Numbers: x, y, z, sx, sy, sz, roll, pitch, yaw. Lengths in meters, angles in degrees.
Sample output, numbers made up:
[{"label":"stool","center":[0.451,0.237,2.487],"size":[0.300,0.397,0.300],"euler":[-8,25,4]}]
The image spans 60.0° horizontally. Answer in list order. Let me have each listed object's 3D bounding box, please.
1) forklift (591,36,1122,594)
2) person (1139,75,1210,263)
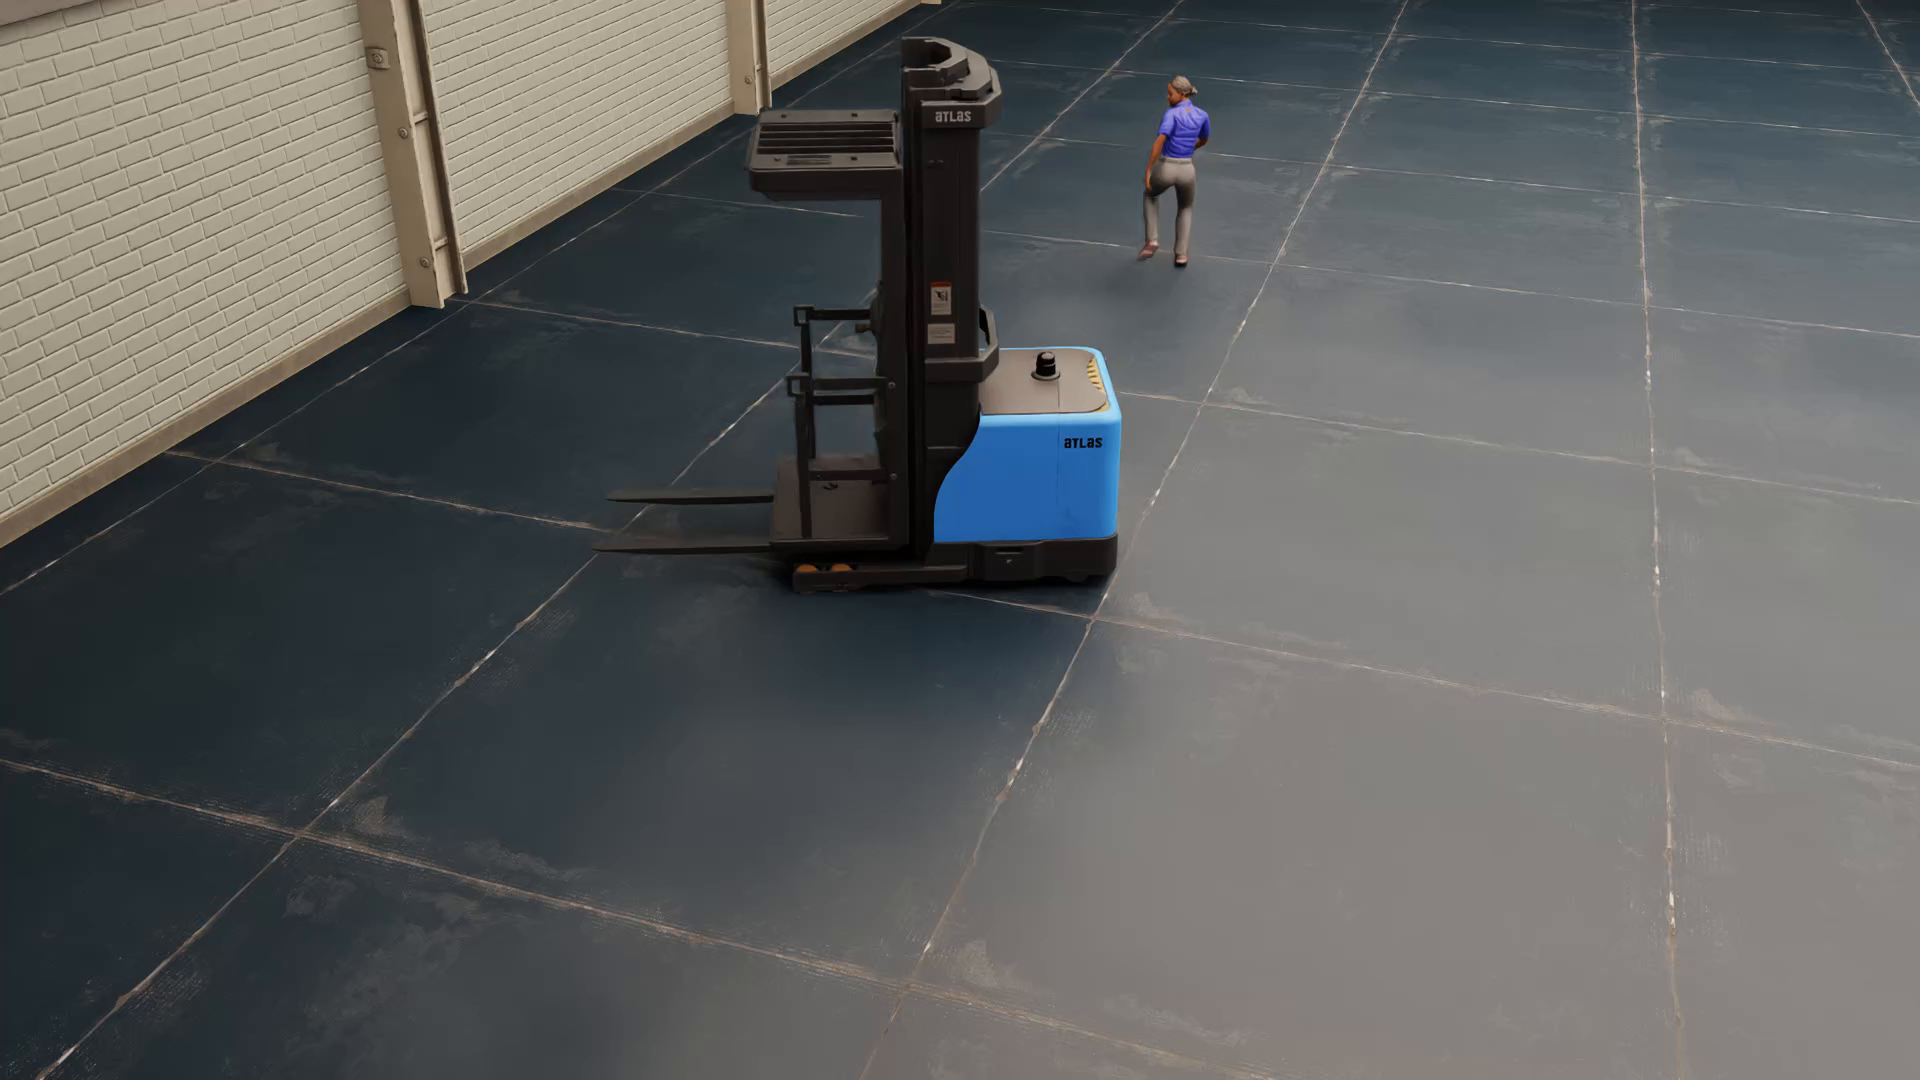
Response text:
[{"label":"forklift","center":[-0.627,-1.231,9.296],"size":[3.031,2.935,1.130],"euler":[-1,30,-3]},{"label":"person","center":[1.779,-3.070,13.931],"size":[0.633,1.596,0.681],"euler":[-4,30,-8]}]
